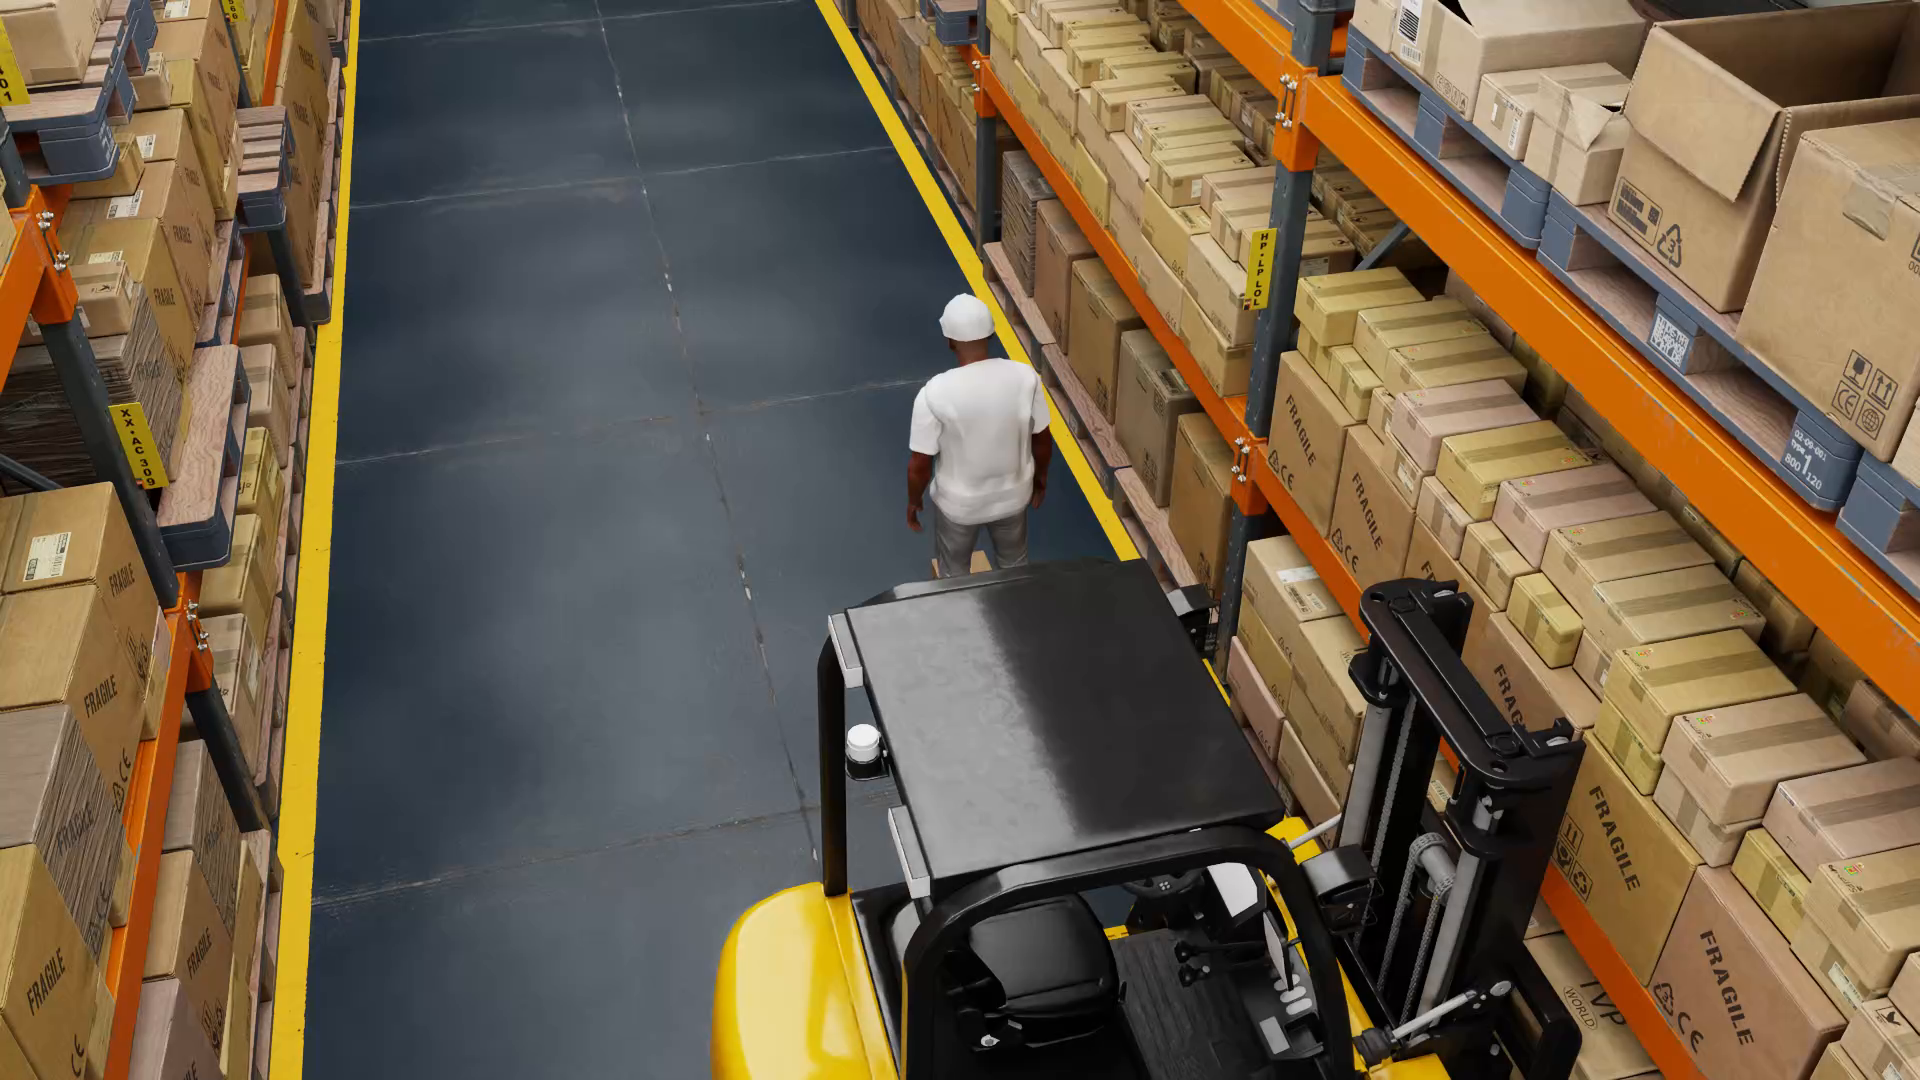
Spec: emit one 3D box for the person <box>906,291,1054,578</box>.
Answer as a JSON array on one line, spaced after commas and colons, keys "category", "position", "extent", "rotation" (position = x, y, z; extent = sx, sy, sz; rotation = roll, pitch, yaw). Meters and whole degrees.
[{"category": "person", "position": [0.081, -0.225, 6.991], "extent": [0.637, 1.757, 0.461], "rotation": [-9, 39, -12]}]
